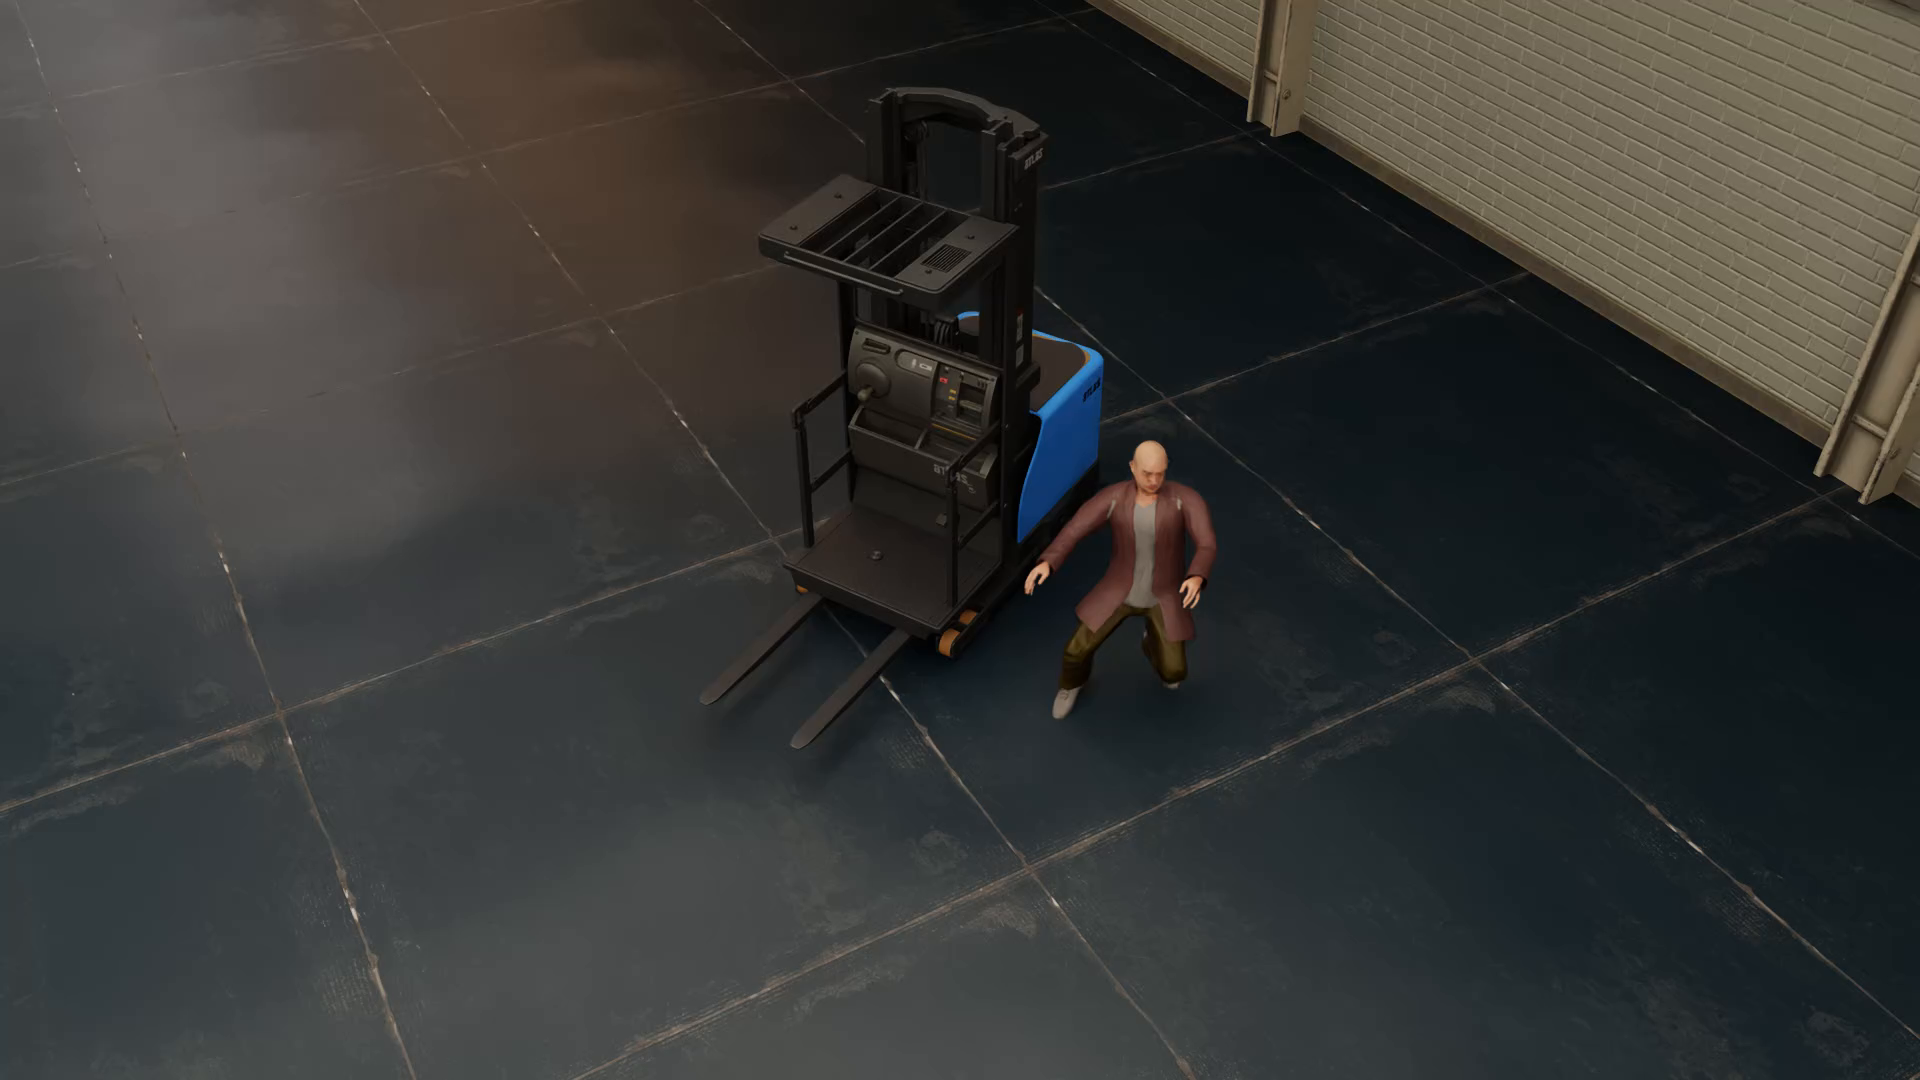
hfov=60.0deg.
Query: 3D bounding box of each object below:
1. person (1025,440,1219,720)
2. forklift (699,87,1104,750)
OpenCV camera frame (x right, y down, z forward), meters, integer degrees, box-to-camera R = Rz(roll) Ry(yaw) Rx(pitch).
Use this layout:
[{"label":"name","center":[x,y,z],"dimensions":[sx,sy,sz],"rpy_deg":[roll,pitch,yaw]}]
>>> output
[{"label":"person","center":[0.852,0.311,8.715],"dimensions":[0.913,1.622,0.767],"rpy_deg":[10,41,11]},{"label":"forklift","center":[-0.323,-0.797,8.997],"dimensions":[1.130,2.935,3.031],"rpy_deg":[22,44,24]}]
